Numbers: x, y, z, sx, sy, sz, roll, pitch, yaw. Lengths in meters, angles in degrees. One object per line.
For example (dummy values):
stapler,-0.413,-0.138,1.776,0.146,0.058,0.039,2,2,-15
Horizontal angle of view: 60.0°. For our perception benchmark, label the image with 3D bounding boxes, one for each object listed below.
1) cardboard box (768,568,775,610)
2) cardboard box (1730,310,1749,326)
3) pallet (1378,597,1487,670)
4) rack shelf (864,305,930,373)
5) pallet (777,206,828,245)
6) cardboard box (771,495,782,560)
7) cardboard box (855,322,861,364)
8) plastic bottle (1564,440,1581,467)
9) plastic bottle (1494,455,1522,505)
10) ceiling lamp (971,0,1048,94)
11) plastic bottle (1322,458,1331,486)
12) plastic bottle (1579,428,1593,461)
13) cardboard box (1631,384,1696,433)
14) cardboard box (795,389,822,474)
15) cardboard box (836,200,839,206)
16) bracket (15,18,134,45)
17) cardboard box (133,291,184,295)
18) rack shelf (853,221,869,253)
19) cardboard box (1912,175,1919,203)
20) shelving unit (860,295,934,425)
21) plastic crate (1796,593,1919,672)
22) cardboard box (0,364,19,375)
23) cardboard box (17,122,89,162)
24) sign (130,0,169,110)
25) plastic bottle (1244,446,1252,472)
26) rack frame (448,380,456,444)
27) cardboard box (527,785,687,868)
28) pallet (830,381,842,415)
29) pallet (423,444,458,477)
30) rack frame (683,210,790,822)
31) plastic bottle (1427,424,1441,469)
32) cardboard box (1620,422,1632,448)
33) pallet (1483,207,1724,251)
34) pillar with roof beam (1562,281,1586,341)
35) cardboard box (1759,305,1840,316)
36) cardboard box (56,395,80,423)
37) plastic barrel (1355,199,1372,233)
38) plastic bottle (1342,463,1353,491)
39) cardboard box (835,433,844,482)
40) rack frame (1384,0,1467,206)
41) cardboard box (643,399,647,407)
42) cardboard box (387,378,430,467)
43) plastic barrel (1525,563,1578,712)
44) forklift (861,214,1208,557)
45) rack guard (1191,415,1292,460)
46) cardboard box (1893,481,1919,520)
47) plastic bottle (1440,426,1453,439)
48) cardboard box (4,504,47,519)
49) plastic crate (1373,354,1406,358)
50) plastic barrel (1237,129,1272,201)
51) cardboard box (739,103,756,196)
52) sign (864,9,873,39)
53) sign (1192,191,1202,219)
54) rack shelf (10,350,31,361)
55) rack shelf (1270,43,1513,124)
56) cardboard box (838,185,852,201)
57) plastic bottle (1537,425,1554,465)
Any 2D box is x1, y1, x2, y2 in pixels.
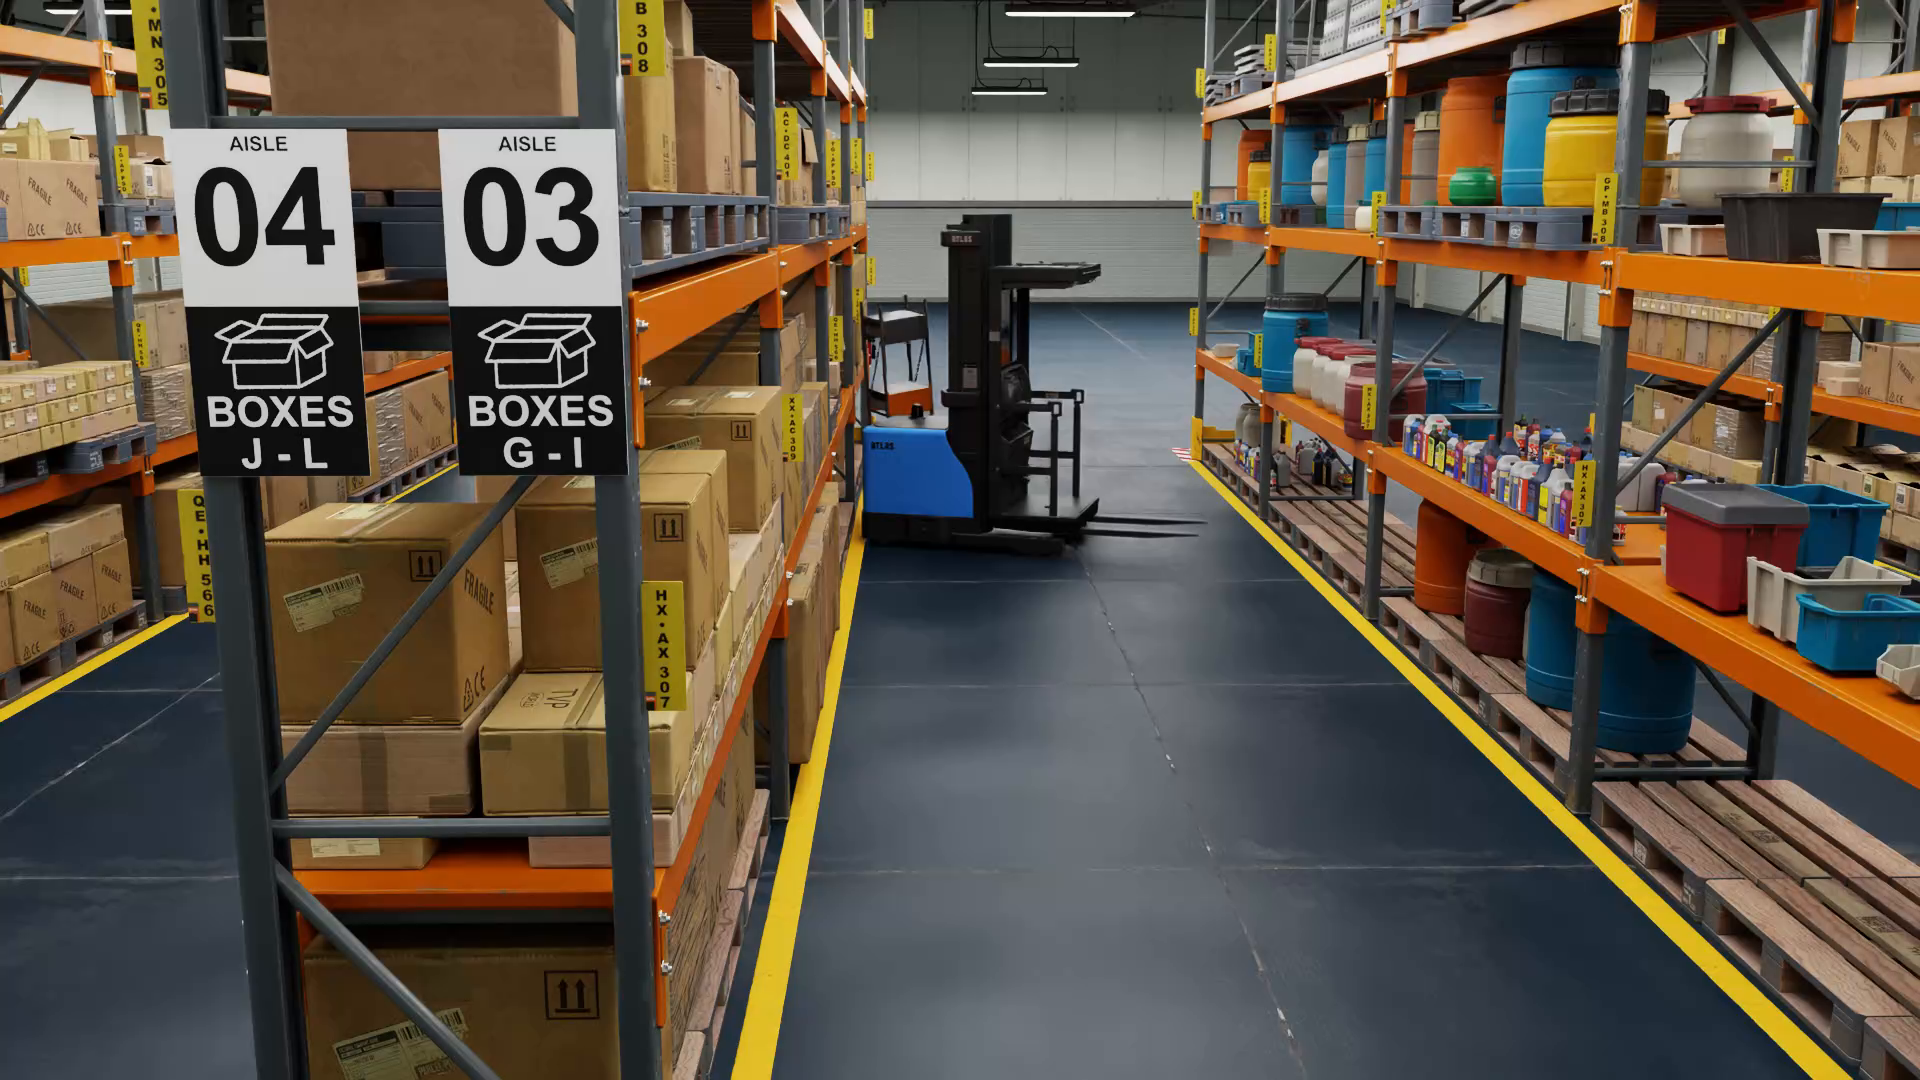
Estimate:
cardboard box,-1.013,0.213,7.286,0.380,0.149,0.250,0,11,-2
cardboard box,8.144,-2.275,17.037,0.380,0.149,0.250,0,11,-1
pallet,3.569,0.636,11.582,1.003,0.211,1.213,0,11,-1
rack shelf,-0.611,-1.911,15.786,0.480,0.518,0.431,-14,21,-29
pallet,-1.348,-1.894,9.971,1.003,0.211,1.213,0,11,1
cardboard box,-1.086,-0.057,7.615,0.500,0.250,0.500,0,11,-2
cardboard box,-1.446,-2.046,16.789,0.875,0.500,0.500,0,11,-1
plastic bottle,3.830,-0.486,10.397,0.061,0.283,0.133,0,11,-1
plastic bottle,3.237,-0.354,9.761,0.152,0.276,0.135,0,11,-1
ceiling lamp,1.292,-13.328,43.630,2.000,3.185,0.800,0,11,-1
plastic bottle,3.720,-0.695,16.857,0.061,0.283,0.133,0,11,-1
plastic bottle,3.932,-0.525,10.417,0.144,0.351,0.185,0,11,-1
cardboard box,8.099,-1.516,19.149,0.500,0.500,0.500,0,11,-1
cardboard box,-1.178,-0.719,10.999,0.500,0.500,0.500,0,11,-2
cardboard box,-1.226,-2.562,13.165,0.500,0.250,0.500,0,11,0
bracket,-17.318,-9.942,32.568,0.076,0.066,4.783,0,11,-1
cardboard box,-6.436,-1.799,13.805,0.700,0.500,0.500,0,11,-2
rack shelf,-1.564,-3.177,17.629,1.077,0.370,4.000,0,11,-1
cardboard box,8.359,-2.924,13.893,0.500,0.250,0.500,-1,12,-6
shelving unit,-0.571,-1.260,16.000,0.503,2.100,0.431,-14,21,-29
plastic crate,3.378,0.349,6.256,0.416,0.233,0.300,0,11,-1
cardboard box,-6.577,-1.094,11.179,0.380,0.149,0.250,-1,11,-3
cardboard box,-6.133,-2.681,11.200,0.396,0.266,0.258,0,11,-1
sign,-1.818,-1.142,3.762,0.100,0.325,0.005,0,11,-1
plastic bottle,3.085,-0.866,17.728,0.097,0.271,0.097,0,11,0
rack frame,-6.567,-2.456,19.814,1.000,3.000,0.127,0,11,-1
cardboard box,-0.953,0.775,4.517,0.380,0.149,0.250,0,11,-1
pallet,-1.522,-1.166,13.934,1.003,0.211,1.213,0,11,-1
pallet,-6.472,-0.931,19.309,1.003,0.211,1.213,0,11,-1
rack frame,-1.358,-0.071,8.057,1.000,3.000,0.127,0,11,-1
plastic bottle,3.164,-0.623,11.072,0.061,0.283,0.133,0,11,-1
cardboard box,8.087,-1.247,19.714,0.500,0.250,0.500,0,11,-1
pallet,3.480,-1.625,8.644,1.213,0.211,1.003,0,11,-1
pillar with roof beam,9.454,-8.883,36.401,9.100,9.000,0.548,0,11,-1
cardboard box,8.366,-2.474,16.388,0.700,0.500,0.500,0,11,-1
cardboard box,-5.916,-0.843,10.689,0.380,0.149,0.250,0,11,-1
plastic barrel,3.252,-2.541,13.034,0.301,0.262,0.301,0,11,0
plastic bottle,3.860,-0.626,16.545,0.097,0.271,0.097,0,11,0
cardboard box,-1.511,-0.836,17.056,0.500,0.500,0.500,4,12,17
rack frame,3.511,-3.827,11.480,1.000,3.000,0.127,0,11,-1
cardboard box,-1.601,-0.317,7.011,0.500,0.500,0.500,0,11,-1
cardboard box,-6.466,-1.311,18.458,0.875,0.875,0.875,0,11,-2
plastic barrel,3.585,0.482,9.552,0.600,0.901,0.708,0,11,-1
forklift,0.687,-1.402,14.789,3.031,2.935,1.130,3,12,15
rack guard,3.395,-1.237,20.090,1.175,0.500,0.348,0,11,-1
cardboard box,8.182,-0.346,13.861,0.500,0.311,0.500,0,11,-2
plastic bottle,3.243,-0.621,11.093,0.097,0.271,0.097,0,11,0
cardboard box,-6.629,-0.076,11.427,0.500,0.250,0.500,-1,11,-4
plastic crate,3.763,-1.456,14.923,0.392,0.384,0.575,0,11,-1
plastic barrel,3.483,-4.267,19.059,0.600,0.830,0.708,0,11,-1
cardboard box,-1.380,-1.911,8.275,0.700,0.500,0.500,0,11,0
sign,-1.050,-5.930,19.101,0.100,0.325,0.005,0,11,-1
sign,2.796,-3.950,19.609,0.100,0.325,0.005,0,11,-1
rack shelf,-11.472,-1.666,17.726,1.077,0.370,4.000,0,11,-1
rack shelf,3.470,-3.676,13.551,1.077,0.370,4.000,0,11,-1
cardboard box,-1.222,-3.319,15.897,0.380,0.149,0.250,-1,11,-3
plastic bottle,3.939,-0.637,11.172,0.097,0.271,0.097,0,11,0
